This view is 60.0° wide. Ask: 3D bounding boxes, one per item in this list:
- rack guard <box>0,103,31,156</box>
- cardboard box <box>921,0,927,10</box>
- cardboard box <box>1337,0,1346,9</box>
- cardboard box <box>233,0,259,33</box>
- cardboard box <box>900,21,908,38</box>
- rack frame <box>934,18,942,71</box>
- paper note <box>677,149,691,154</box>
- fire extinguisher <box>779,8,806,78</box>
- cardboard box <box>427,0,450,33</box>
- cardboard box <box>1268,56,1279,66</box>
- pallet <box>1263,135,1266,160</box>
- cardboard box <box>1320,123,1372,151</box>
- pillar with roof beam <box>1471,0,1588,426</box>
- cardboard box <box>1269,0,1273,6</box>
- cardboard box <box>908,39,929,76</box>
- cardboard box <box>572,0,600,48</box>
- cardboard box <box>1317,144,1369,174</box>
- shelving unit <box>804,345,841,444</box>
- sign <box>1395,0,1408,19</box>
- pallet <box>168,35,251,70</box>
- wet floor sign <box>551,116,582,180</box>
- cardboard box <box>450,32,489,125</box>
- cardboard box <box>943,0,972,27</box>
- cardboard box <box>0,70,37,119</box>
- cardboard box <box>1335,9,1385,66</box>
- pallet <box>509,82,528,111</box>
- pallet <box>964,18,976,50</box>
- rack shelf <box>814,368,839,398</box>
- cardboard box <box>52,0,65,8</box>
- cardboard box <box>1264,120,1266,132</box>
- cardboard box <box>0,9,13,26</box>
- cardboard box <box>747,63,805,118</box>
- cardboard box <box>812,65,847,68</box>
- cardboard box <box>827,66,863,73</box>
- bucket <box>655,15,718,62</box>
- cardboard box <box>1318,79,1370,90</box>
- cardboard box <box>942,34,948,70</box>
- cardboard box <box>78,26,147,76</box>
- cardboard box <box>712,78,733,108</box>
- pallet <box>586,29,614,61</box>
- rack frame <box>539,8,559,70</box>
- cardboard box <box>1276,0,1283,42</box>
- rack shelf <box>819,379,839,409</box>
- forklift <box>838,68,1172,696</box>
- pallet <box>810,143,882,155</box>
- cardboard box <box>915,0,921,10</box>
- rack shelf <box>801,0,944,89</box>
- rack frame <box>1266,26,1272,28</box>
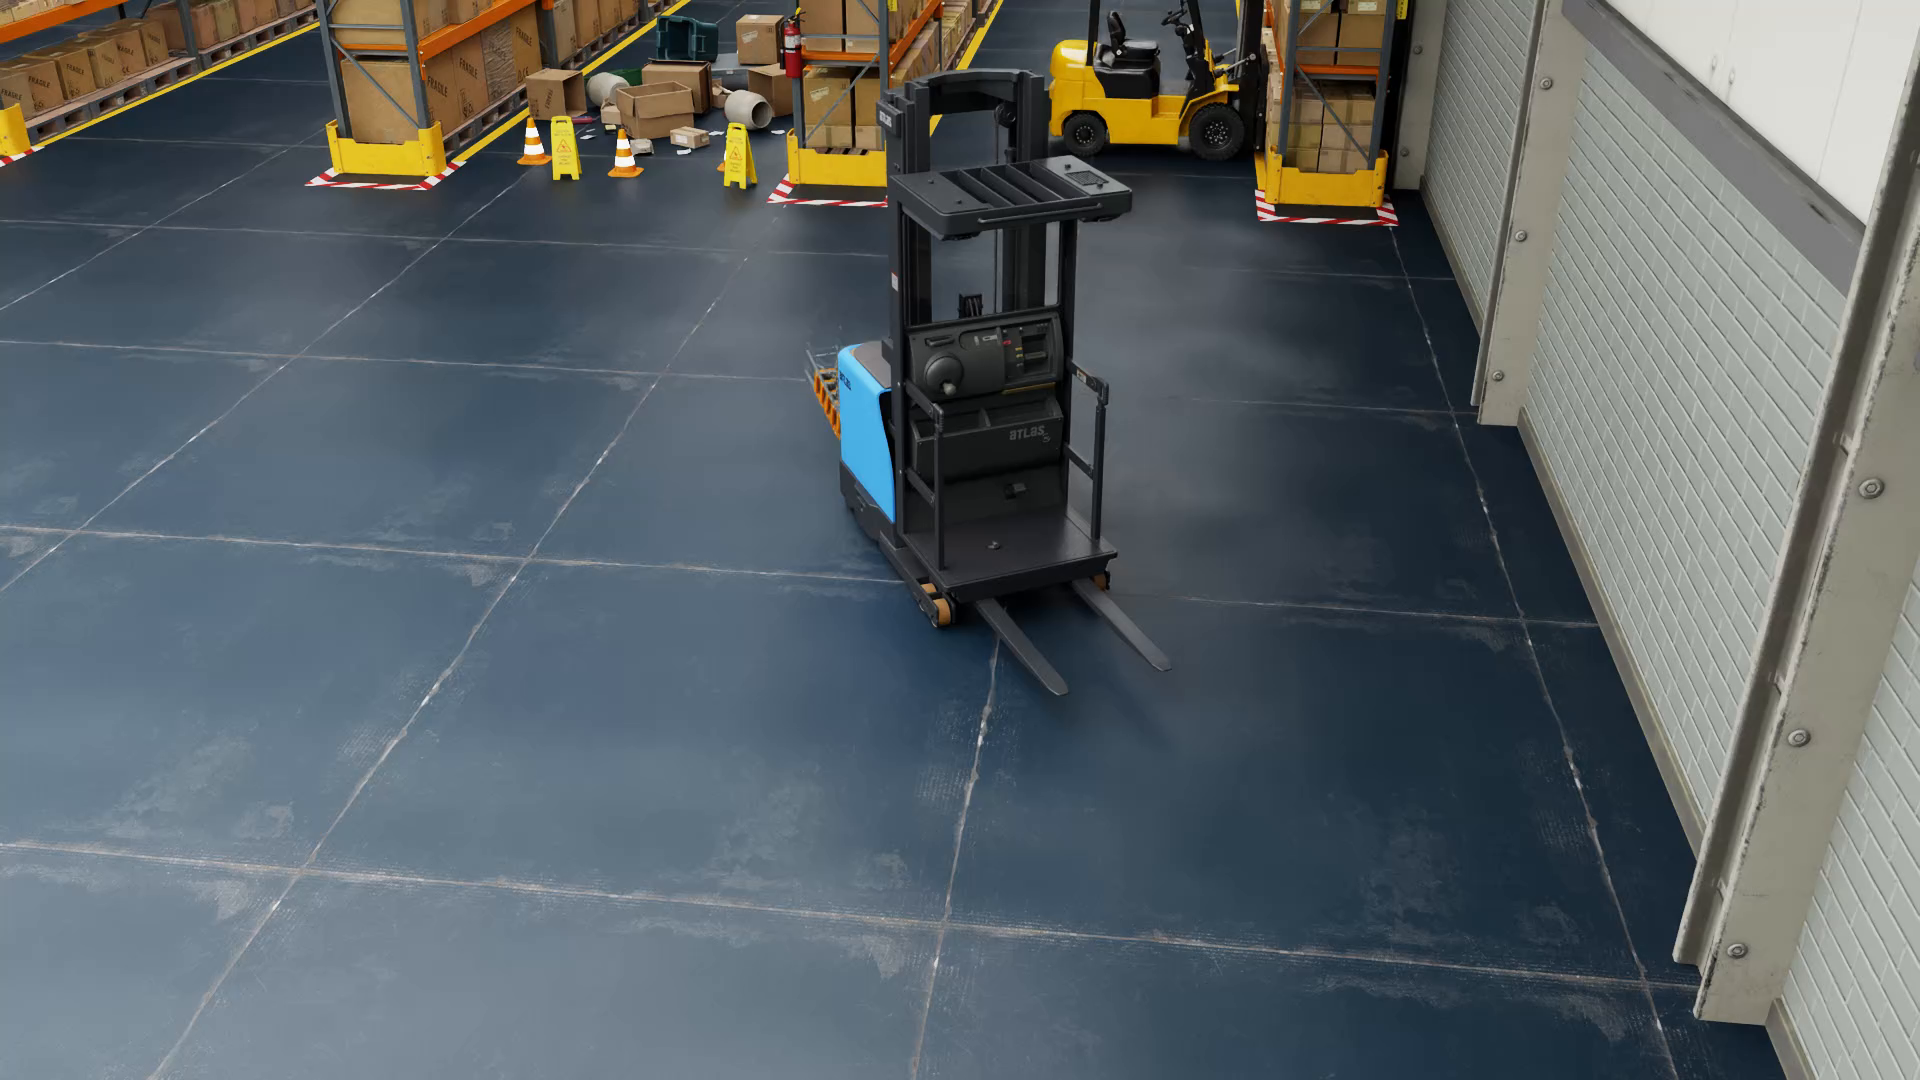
[{"bbox_3d":[-11.045,-4.597,18.547,1.175,0.500,0.348,3,28,6],"label":"rack guard"},{"bbox_3d":[-0.587,-6.210,19.171,0.380,0.149,0.250,3,28,5],"label":"cardboard box"},{"bbox_3d":[3.974,-5.393,16.600,0.380,0.149,0.250,3,28,6],"label":"cardboard box"},{"bbox_3d":[-10.322,-7.412,23.309,0.700,0.500,0.500,1,28,2],"label":"cardboard box"},{"bbox_3d":[-0.765,-5.479,17.815,0.380,0.149,0.250,4,29,7],"label":"cardboard box"},{"bbox_3d":[-0.729,-6.968,20.314,1.000,3.000,0.127,3,28,6],"label":"rack frame"},{"bbox_3d":[-3.078,-4.339,18.564,0.148,0.019,0.142,-6,29,-11],"label":"paper note"},{"bbox_3d":[-1.690,-5.024,16.787,0.296,0.674,0.183,3,28,6],"label":"fire extinguisher"},{"bbox_3d":[-6.098,-5.829,18.041,0.875,0.550,0.550,3,28,6],"label":"cardboard box"},{"bbox_3d":[3.633,-5.165,18.369,0.500,0.250,0.500,3,28,5],"label":"cardboard box"},{"bbox_3d":[3.912,-4.506,18.684,1.003,0.211,1.213,3,28,6],"label":"pallet"},{"bbox_3d":[3.972,-4.202,17.109,0.500,0.250,0.500,4,29,7],"label":"cardboard box"},{"bbox_3d":[-0.320,-5.141,10.597,9.100,9.000,0.400,3,28,6],"label":"pillar with roof beam"},{"bbox_3d":[3.885,-6.532,19.398,0.500,0.500,0.500,3,28,5],"label":"cardboard box"},{"bbox_3d":[-0.657,-5.499,19.252,0.500,0.500,0.500,5,29,9],"label":"cardboard box"},{"bbox_3d":[-5.545,-7.154,22.588,1.050,0.750,0.750,3,28,6],"label":"cardboard box"},{"bbox_3d":[3.962,-3.993,17.247,0.500,0.250,0.500,3,29,6],"label":"cardboard box"},{"bbox_3d":[-0.793,-0.917,11.674,0.258,0.189,1.200,-11,47,-20],"label":"shelving unit"},{"bbox_3d":[4.258,-5.180,15.997,0.100,0.325,0.005,3,28,6],"label":"sign"},{"bbox_3d":[-10.470,-6.683,22.725,1.003,0.211,1.213,3,28,6],"label":"pallet"},{"bbox_3d":[-4.182,-4.160,17.584,0.267,0.644,0.232,-1,28,-3],"label":"wet floor sign"},{"bbox_3d":[-6.021,-5.312,19.037,0.875,0.875,0.875,3,28,5],"label":"cardboard box"},{"bbox_3d":[-0.318,-7.614,23.840,0.950,0.372,0.625,1,28,3],"label":"cardboard box"},{"bbox_3d":[-10.961,-5.039,18.925,0.500,0.500,0.500,9,30,16],"label":"cardboard box"},{"bbox_3d":[4.044,-5.060,16.666,0.500,0.500,0.500,4,29,8],"label":"cardboard box"},{"bbox_3d":[-5.825,-5.627,20.765,1.003,0.211,1.213,3,28,6],"label":"pallet"},{"bbox_3d":[-0.336,-7.256,23.787,1.003,0.211,1.213,3,28,6],"label":"pallet"},{"bbox_3d":[-0.907,-1.131,11.876,0.258,0.180,0.103,-11,47,-20],"label":"rack shelf"},{"bbox_3d":[-10.636,-6.260,19.264,0.380,0.149,0.250,3,28,6],"label":"cardboard box"},{"bbox_3d":[3.634,-4.727,18.610,0.500,0.250,0.500,4,29,8],"label":"cardboard box"},{"bbox_3d":[-10.733,-5.788,18.387,0.380,0.149,0.250,3,28,6],"label":"cardboard box"},{"bbox_3d":[-2.210,-5.444,20.117,0.500,0.500,0.500,-24,36,-37],"label":"cardboard box"},{"bbox_3d":[-1.401,-5.244,18.096,0.380,0.149,0.250,4,29,8],"label":"cardboard box"},{"bbox_3d":[-1.319,-5.028,18.378,0.500,0.500,0.500,4,29,8],"label":"cardboard box"},{"bbox_3d":[-3.382,-6.238,20.808,0.726,0.611,0.620,14,21,24],"label":"bucket"},{"bbox_3d":[4.012,-4.664,17.439,0.500,0.250,0.500,3,28,6],"label":"cardboard box"},{"bbox_3d":[-0.667,-6.243,21.296,0.950,0.372,0.625,4,29,7],"label":"cardboard box"},{"bbox_3d":[-10.715,-6.173,21.030,0.500,0.500,0.500,13,31,22],"label":"cardboard box"},{"bbox_3d":[-2.959,-5.506,20.482,0.258,0.266,0.396,-17,33,-29],"label":"cardboard box"},{"bbox_3d":[-5.487,-6.924,23.172,1.003,0.211,1.213,3,28,6],"label":"pallet"},{"bbox_3d":[-5.654,-7.208,20.759,1.000,3.000,0.127,3,28,6],"label":"rack frame"},{"bbox_3d":[3.643,-5.574,17.621,0.500,0.500,0.500,3,28,5],"label":"cardboard box"},{"bbox_3d":[-0.864,-1.050,11.799,0.258,0.180,0.103,-11,47,-20],"label":"rack shelf"},{"bbox_3d":[0.239,-1.015,9.336,1.130,2.935,3.031,-11,30,-20],"label":"forklift"},{"bbox_3d":[-1.075,-4.274,18.253,1.003,0.211,1.213,3,28,6],"label":"pallet"},{"bbox_3d":[-0.710,-6.191,18.452,0.500,0.500,0.500,3,28,5],"label":"cardboard box"},{"bbox_3d":[-0.974,-5.710,18.737,1.077,0.370,4.000,3,28,6],"label":"rack shelf"},{"bbox_3d":[4.198,-6.681,19.782,1.000,3.000,0.127,3,28,6],"label":"rack frame"}]
